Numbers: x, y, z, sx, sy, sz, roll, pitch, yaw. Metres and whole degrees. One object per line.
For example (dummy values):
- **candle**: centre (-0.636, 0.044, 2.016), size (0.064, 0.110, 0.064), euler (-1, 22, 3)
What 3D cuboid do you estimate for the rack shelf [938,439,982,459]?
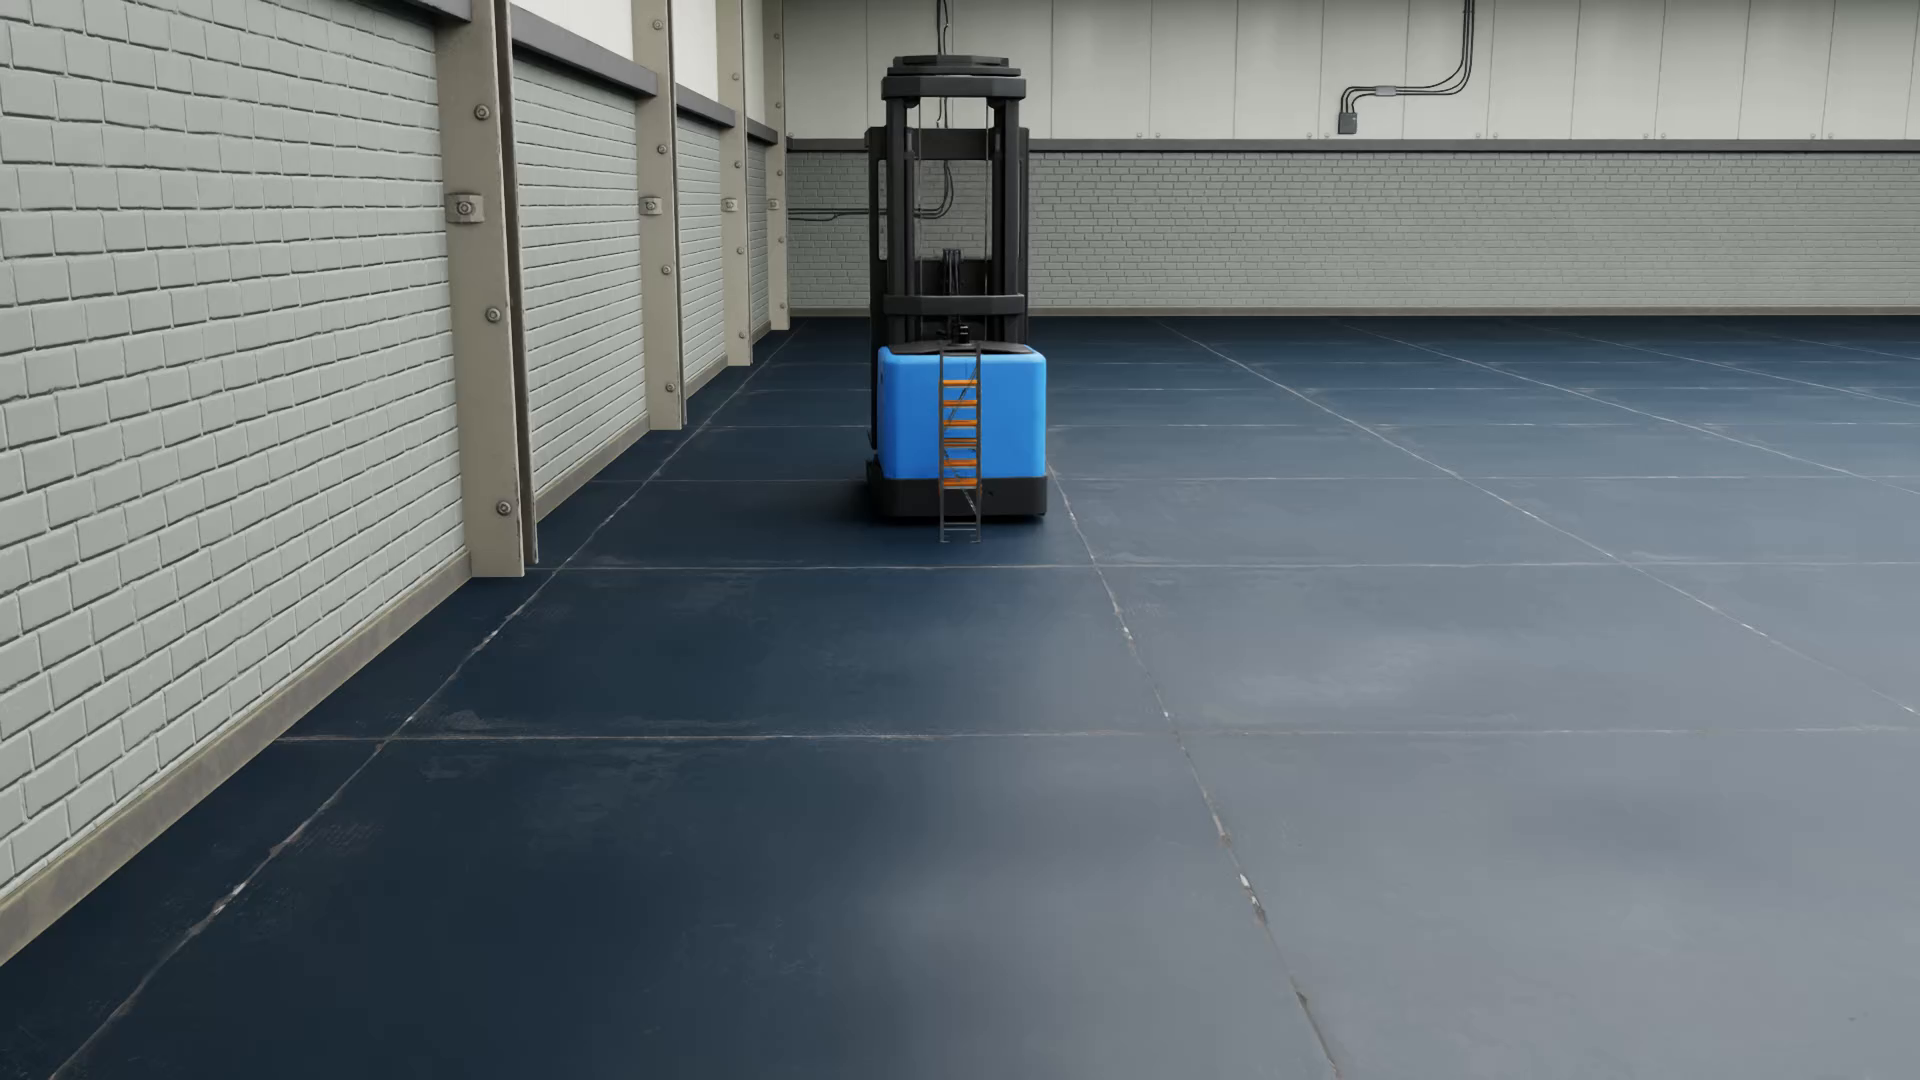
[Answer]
- **rack shelf**: centre (0.000, -0.547, 9.963), size (0.258, 0.103, 0.180), euler (0, 11, -1)

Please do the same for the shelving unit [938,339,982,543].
- **shelving unit**: centre (0.000, -0.591, 9.954), size (0.258, 1.200, 0.189), euler (0, 11, -1)

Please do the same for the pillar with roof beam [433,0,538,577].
- **pillar with roof beam**: centre (1.757, -4.266, 8.453), size (9.100, 9.000, 0.400), euler (0, 11, -1)

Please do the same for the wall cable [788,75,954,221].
- **wall cable**: centre (-1.658, -6.895, 29.225), size (3.097, 2.526, 0.112), euler (0, 11, -1)

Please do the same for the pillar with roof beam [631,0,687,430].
- **pillar with roof beam**: centre (1.633, -5.459, 14.332), size (9.100, 9.000, 0.400), euler (0, 11, -1)

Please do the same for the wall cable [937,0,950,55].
- **wall cable**: centre (1.047, -9.382, 28.777), size (3.097, 2.526, 0.112), euler (0, 11, -1)

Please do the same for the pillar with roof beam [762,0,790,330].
- **pillar with roof beam**: centre (1.385, -7.844, 26.090), size (9.100, 9.000, 0.400), euler (0, 11, -1)

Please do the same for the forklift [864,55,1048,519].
- **forklift**: centre (-0.099, -1.817, 11.641), size (1.130, 2.935, 3.031), euler (-1, 12, -5)

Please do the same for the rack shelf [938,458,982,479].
- **rack shelf**: centre (0.000, -0.430, 9.987), size (0.258, 0.103, 0.180), euler (0, 11, -1)

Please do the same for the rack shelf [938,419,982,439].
- **rack shelf**: centre (0.000, -0.665, 9.939), size (0.258, 0.103, 0.180), euler (0, 11, -1)

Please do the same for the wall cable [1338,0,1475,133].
- **wall cable**: centre (7.834, -10.120, 28.755), size (2.305, 6.003, 0.169), euler (0, 11, -1)

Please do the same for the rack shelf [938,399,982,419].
- **rack shelf**: centre (0.000, -0.783, 9.915), size (0.258, 0.103, 0.180), euler (0, 11, -1)

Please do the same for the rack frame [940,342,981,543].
- **rack frame**: centre (0.002, -0.573, 9.864), size (0.240, 1.200, 0.006), euler (0, 11, -1)

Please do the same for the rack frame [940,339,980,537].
- **rack frame**: centre (-0.002, -0.609, 10.044), size (0.240, 1.200, 0.006), euler (0, 11, -1)

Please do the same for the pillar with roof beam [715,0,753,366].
- **pillar with roof beam**: centre (1.509, -6.651, 20.211), size (9.100, 9.000, 0.400), euler (0, 11, -1)

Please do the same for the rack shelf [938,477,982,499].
- **rack shelf**: centre (0.000, -0.312, 10.011), size (0.258, 0.103, 0.180), euler (0, 11, -1)

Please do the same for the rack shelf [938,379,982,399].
- **rack shelf**: centre (0.000, -0.900, 9.891), size (0.258, 0.103, 0.180), euler (0, 11, -1)
